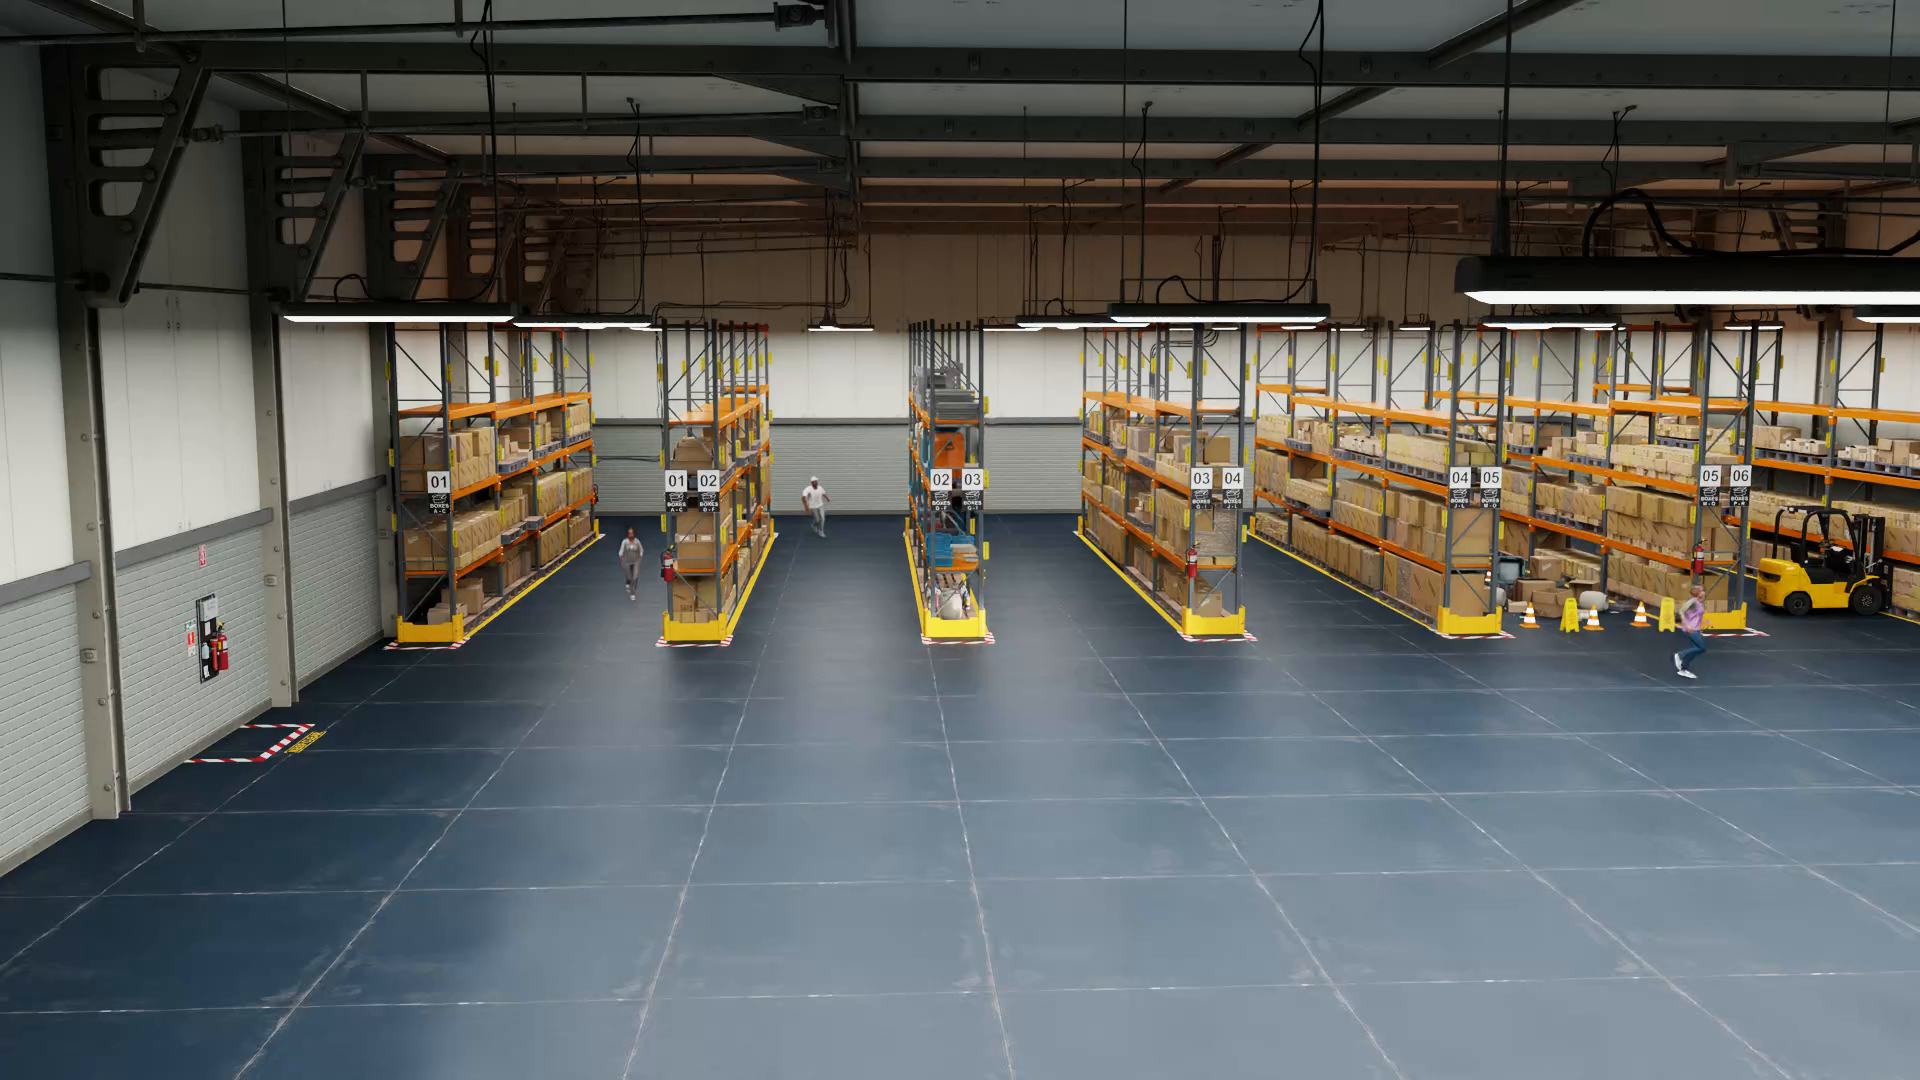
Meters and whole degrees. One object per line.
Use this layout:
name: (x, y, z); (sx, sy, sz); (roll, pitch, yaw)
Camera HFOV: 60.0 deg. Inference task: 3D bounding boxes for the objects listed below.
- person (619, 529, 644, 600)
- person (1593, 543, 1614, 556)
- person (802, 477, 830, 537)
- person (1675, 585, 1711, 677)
person: (-7.127, 0.511, 36.086); (0.522, 1.554, 0.598); (-2, 7, -16)
person: (16.529, -0.388, 42.656); (0.596, 1.735, 0.720); (-2, 7, -18)
person: (-4.148, -0.952, 47.298); (0.805, 1.731, 0.624); (-4, 8, -32)
person: (12.299, 1.533, 27.877); (0.518, 1.538, 0.546); (6, 9, 38)
